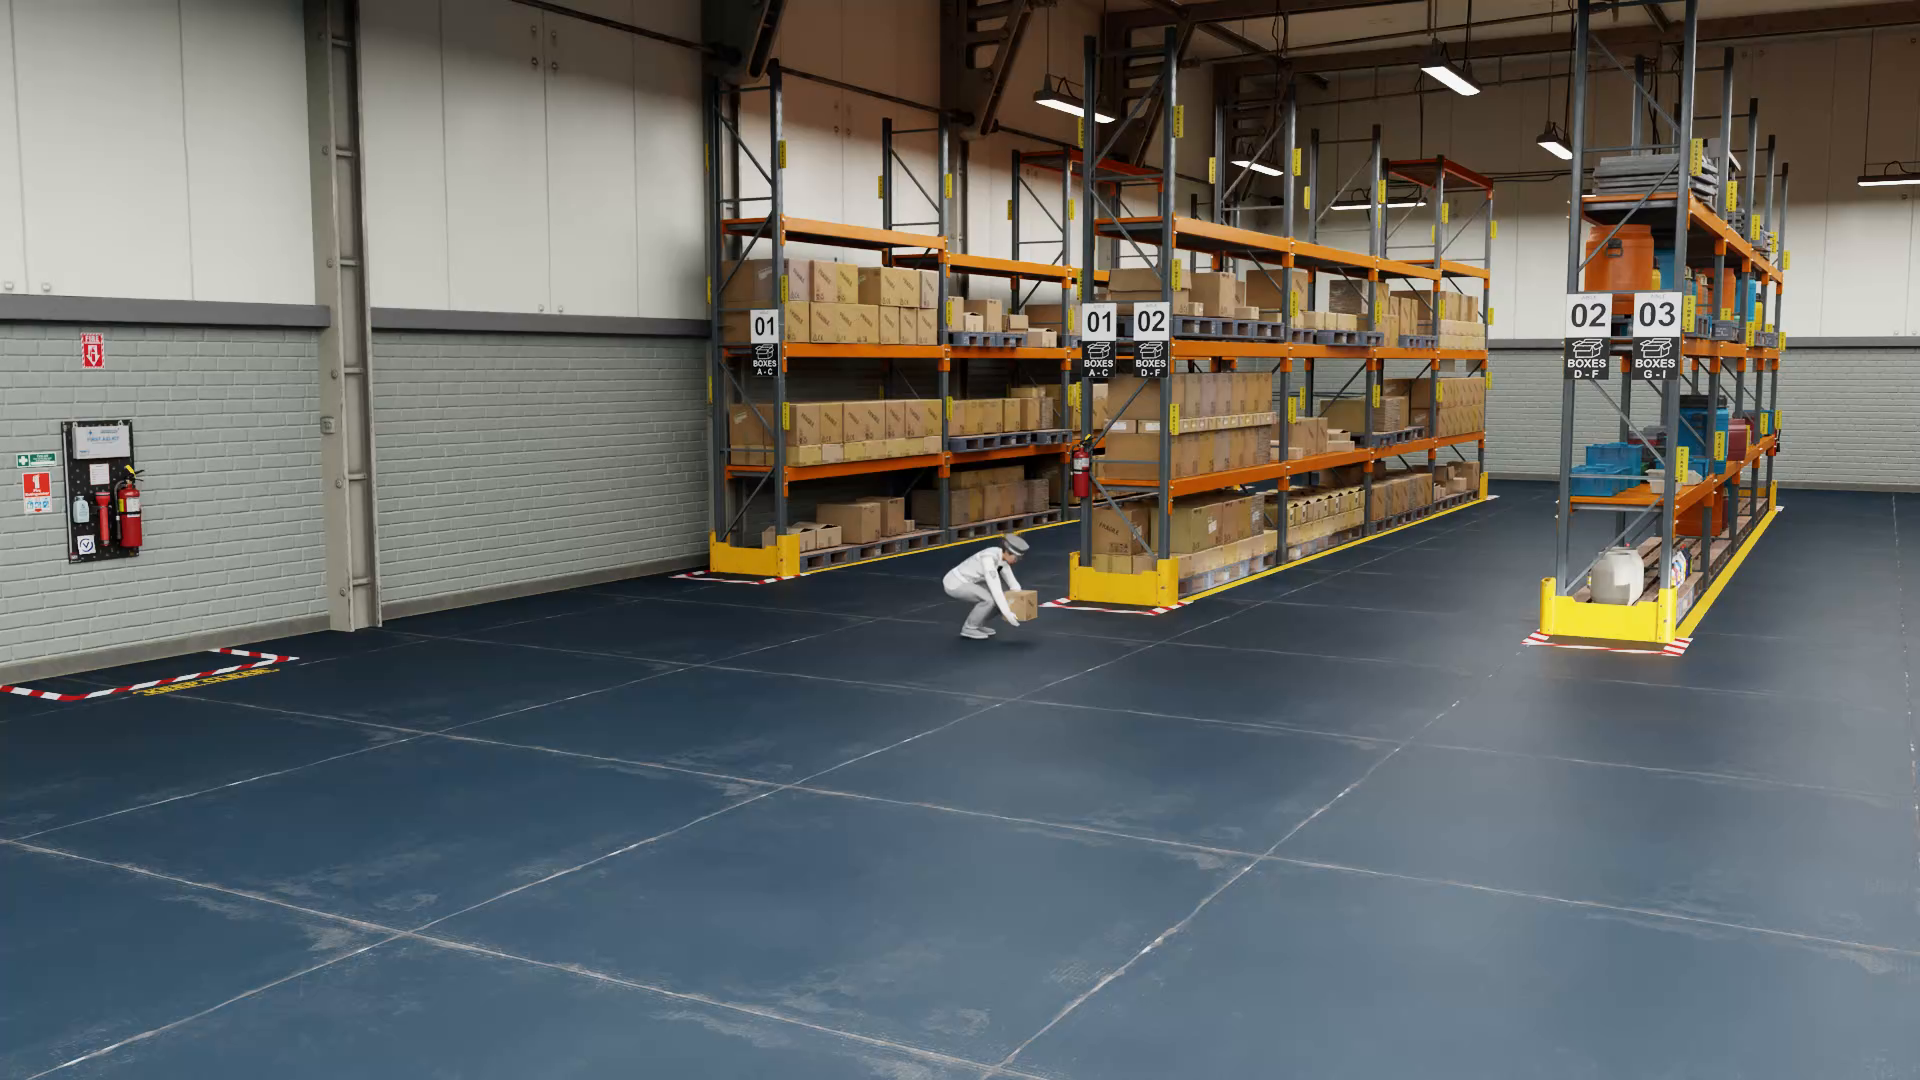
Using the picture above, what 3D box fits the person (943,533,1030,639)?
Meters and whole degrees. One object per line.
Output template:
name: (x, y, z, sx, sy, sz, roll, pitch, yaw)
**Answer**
person: (0.258, 0.427, 15.623, 0.816, 0.980, 0.484, 3, 7, 28)
